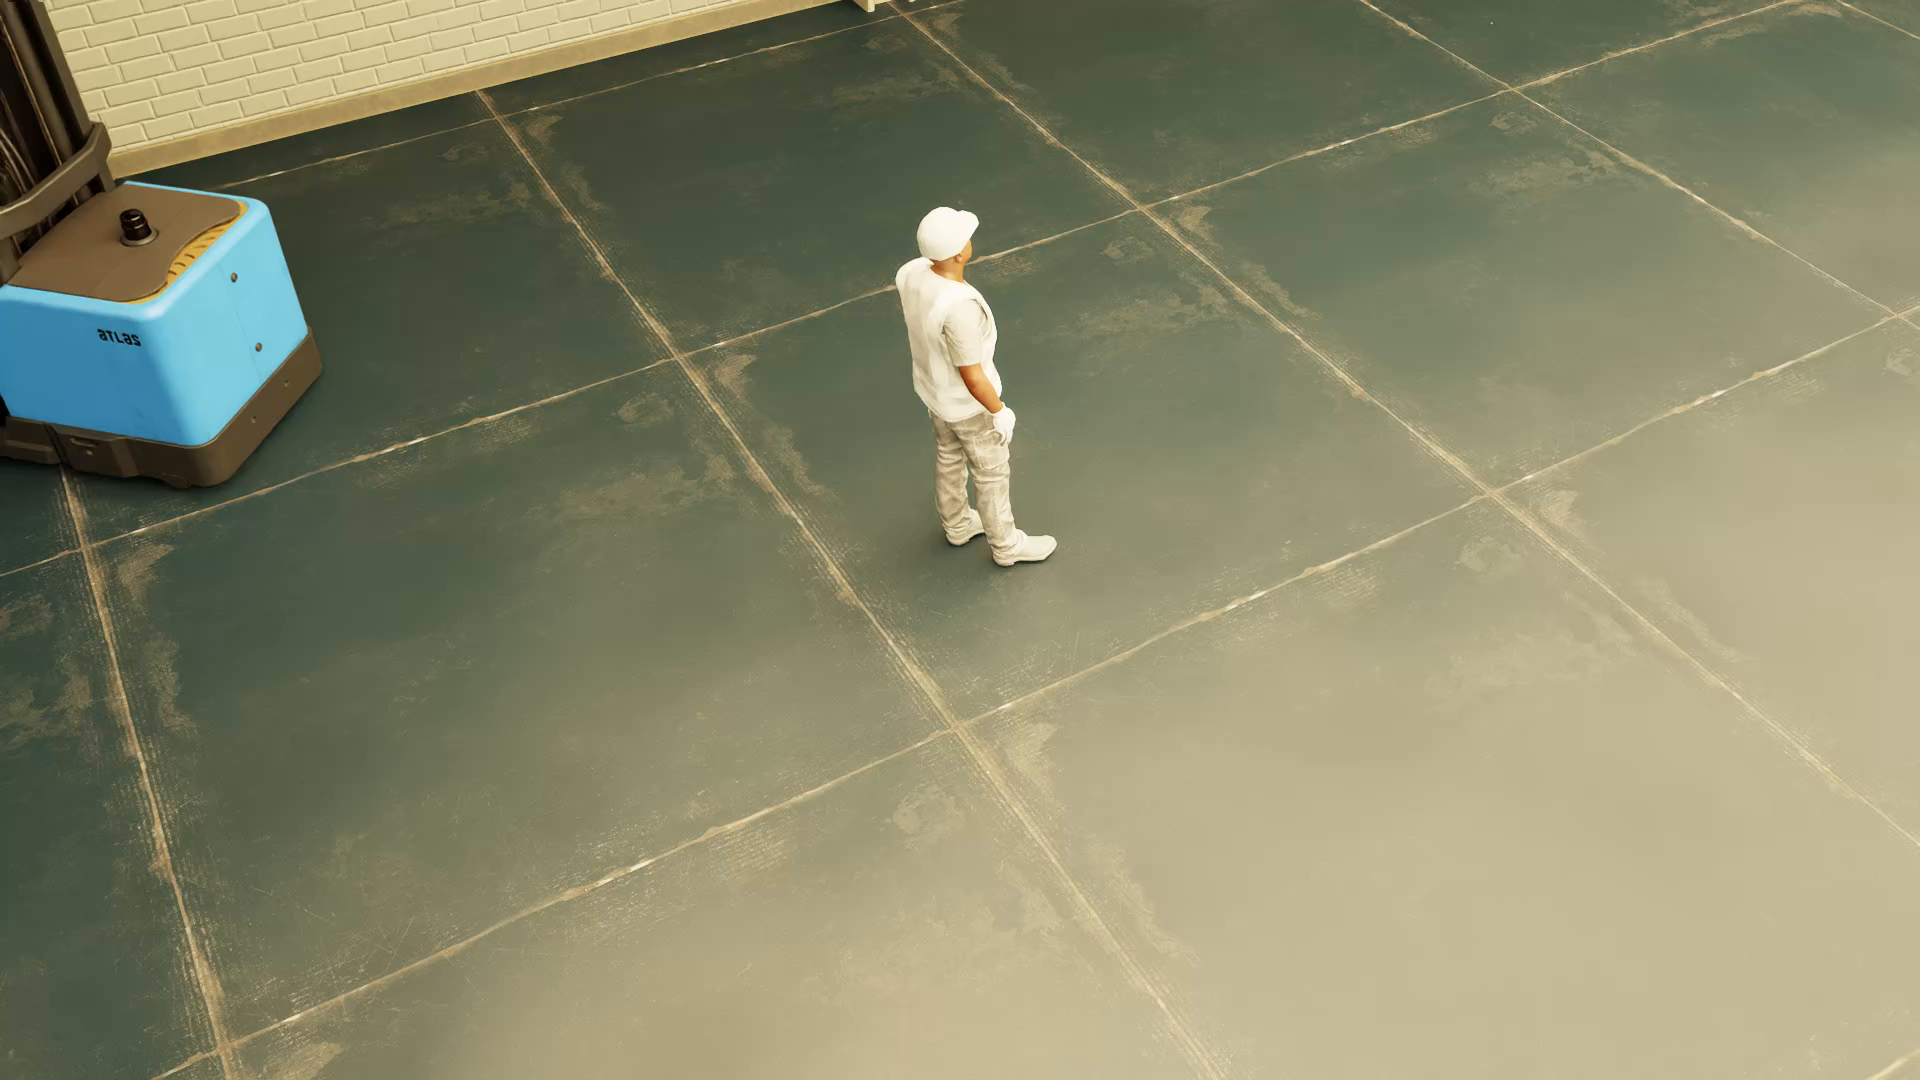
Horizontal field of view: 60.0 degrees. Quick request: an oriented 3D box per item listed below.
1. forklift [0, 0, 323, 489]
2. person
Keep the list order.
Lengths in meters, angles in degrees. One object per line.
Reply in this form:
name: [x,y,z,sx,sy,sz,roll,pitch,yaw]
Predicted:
forklift: [-4.909,-1.858,7.701,3.031,2.935,1.130,9,44,10]
person: [0.066,-0.678,7.263,0.577,1.781,0.656,-21,47,-21]
